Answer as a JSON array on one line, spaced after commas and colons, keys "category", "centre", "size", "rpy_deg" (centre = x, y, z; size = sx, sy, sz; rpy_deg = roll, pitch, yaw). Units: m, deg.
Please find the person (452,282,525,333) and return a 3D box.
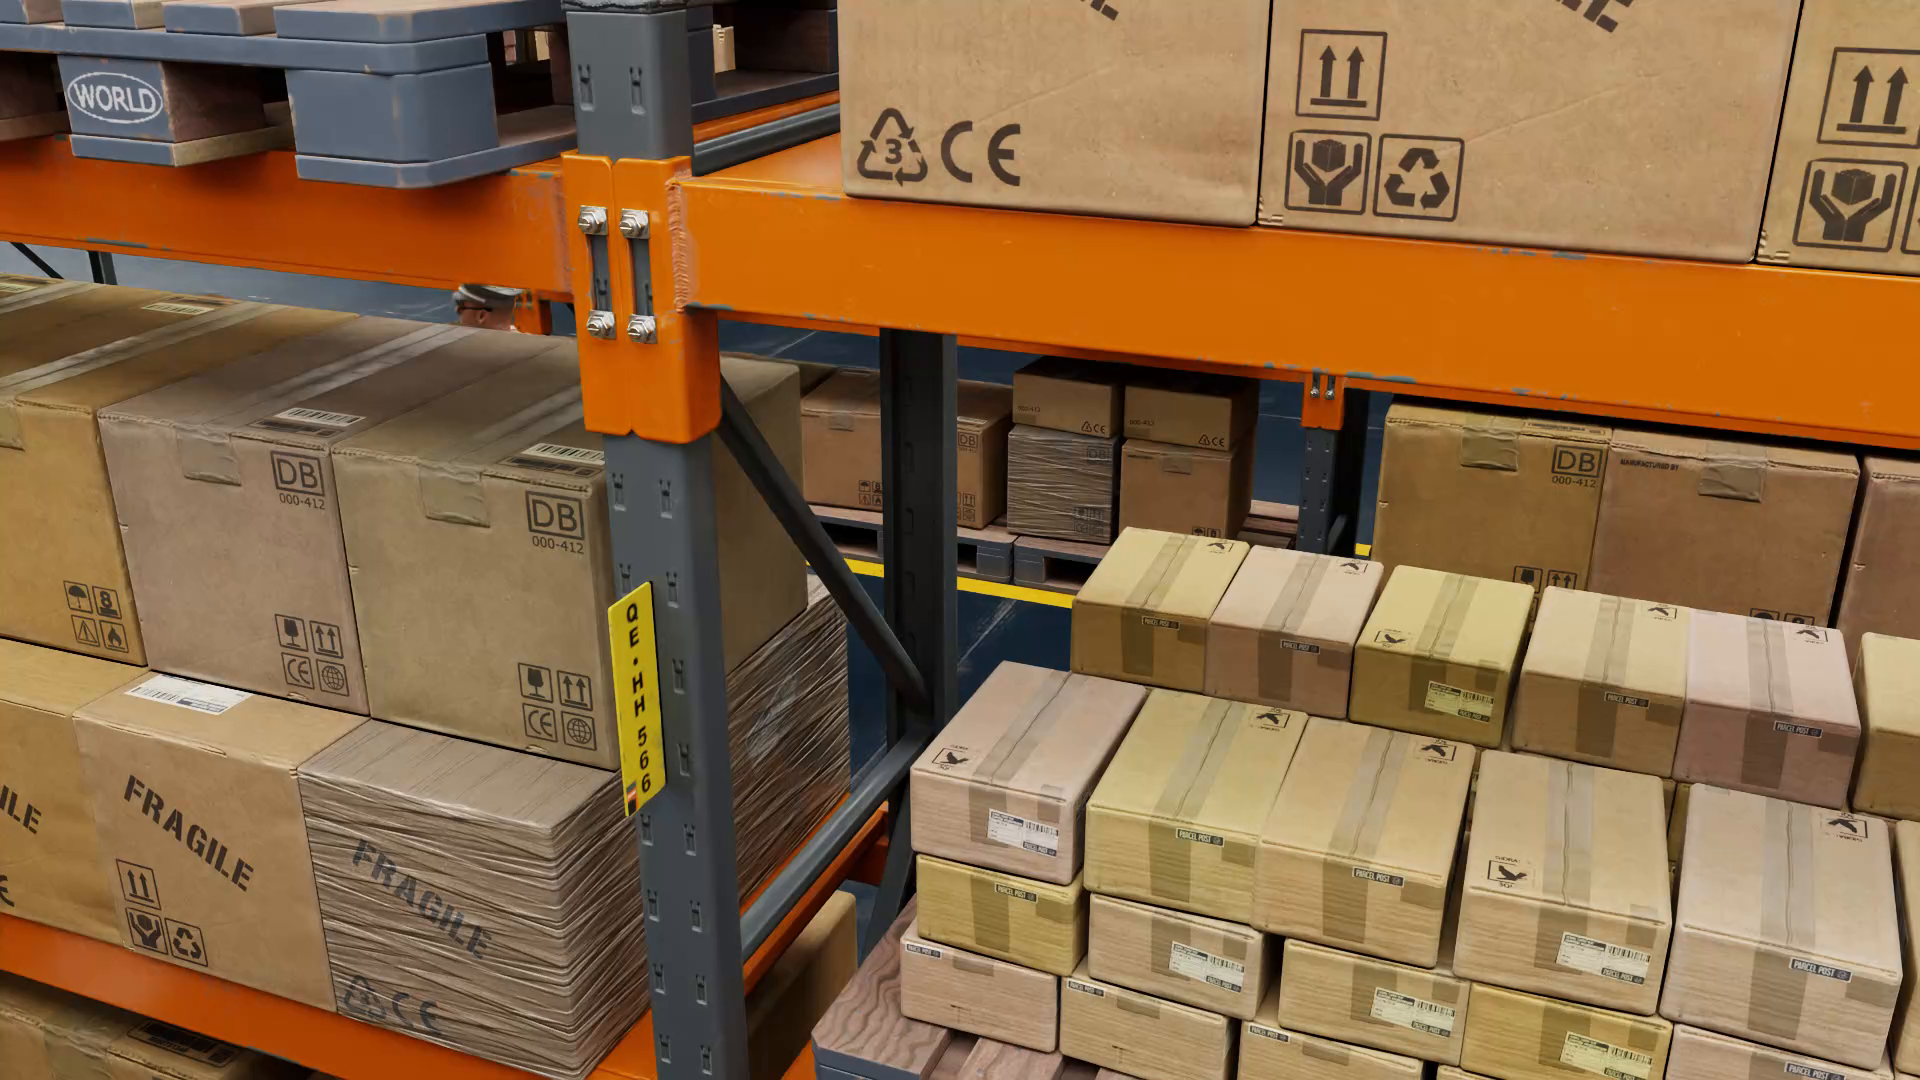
[{"category": "person", "centre": [-1.836, -0.172, 6.493], "size": [0.484, 1.829, 0.574], "rpy_deg": [-1, 22, -3]}]
